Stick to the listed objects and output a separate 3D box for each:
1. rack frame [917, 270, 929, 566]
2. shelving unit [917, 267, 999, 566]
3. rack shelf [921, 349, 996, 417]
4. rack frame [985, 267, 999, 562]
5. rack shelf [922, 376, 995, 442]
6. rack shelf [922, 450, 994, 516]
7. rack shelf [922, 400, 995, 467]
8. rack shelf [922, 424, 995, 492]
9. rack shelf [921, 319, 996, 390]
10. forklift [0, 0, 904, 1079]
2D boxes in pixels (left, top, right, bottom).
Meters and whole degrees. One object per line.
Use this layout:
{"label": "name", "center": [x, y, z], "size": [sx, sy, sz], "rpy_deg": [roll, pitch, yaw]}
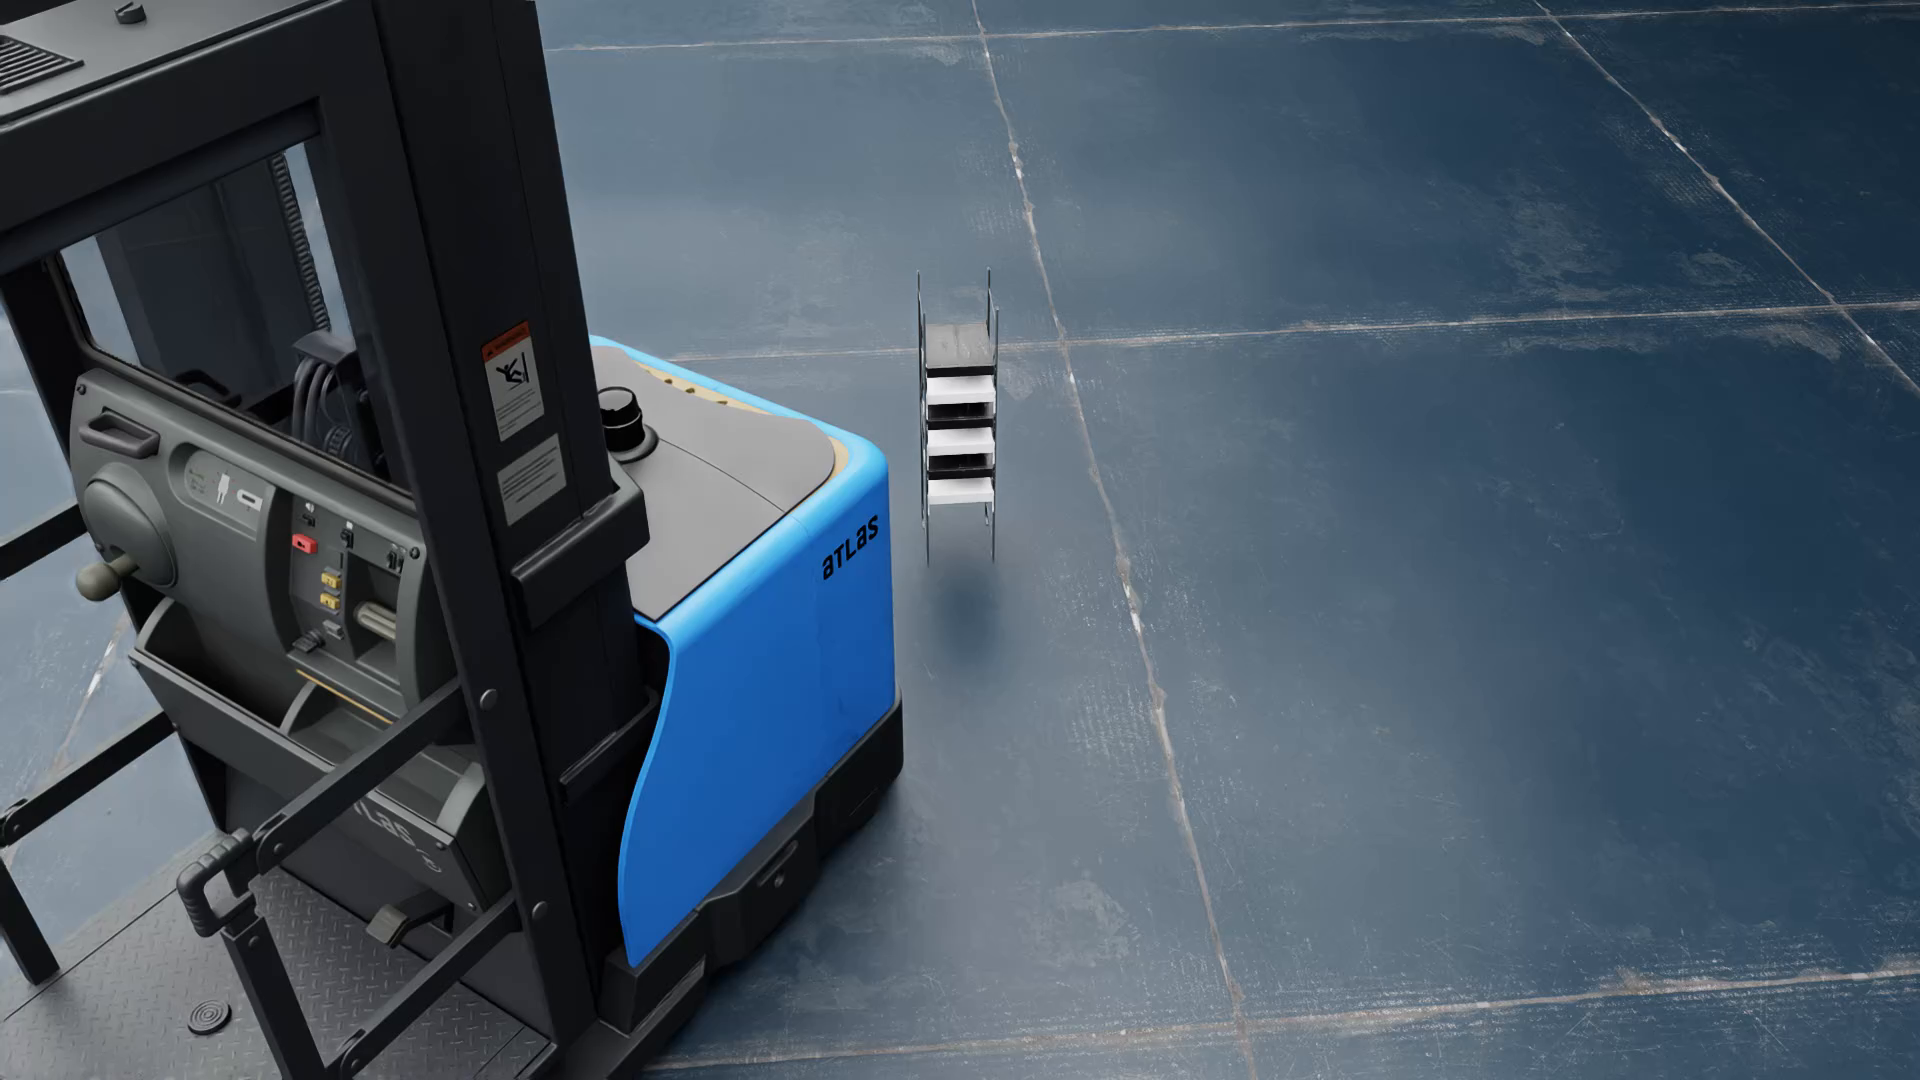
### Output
{"label": "rack frame", "center": [-0.109, -0.347, 4.964], "size": [0.006, 0.900, 0.240], "rpy_deg": [-3, 38, -4]}
{"label": "shelving unit", "center": [-0.008, -0.353, 4.971], "size": [0.210, 0.900, 0.258], "rpy_deg": [-3, 38, -4]}
{"label": "rack shelf", "center": [-0.008, -0.468, 4.880], "size": [0.200, 0.077, 0.258], "rpy_deg": [-3, 38, -4]}
{"label": "rack frame", "center": [0.093, -0.358, 4.978], "size": [0.006, 0.900, 0.240], "rpy_deg": [-3, 38, -4]}
{"label": "rack shelf", "center": [-0.008, -0.397, 4.936], "size": [0.200, 0.077, 0.258], "rpy_deg": [-3, 38, -4]}
{"label": "rack shelf", "center": [-0.008, -0.185, 5.103], "size": [0.200, 0.077, 0.258], "rpy_deg": [-3, 38, -4]}
{"label": "rack shelf", "center": [-0.008, -0.327, 4.991], "size": [0.200, 0.077, 0.258], "rpy_deg": [-3, 38, -4]}
{"label": "rack shelf", "center": [-0.008, -0.256, 5.047], "size": [0.200, 0.077, 0.258], "rpy_deg": [-3, 38, -4]}
{"label": "rack shelf", "center": [-0.008, -0.539, 4.824], "size": [0.200, 0.077, 0.258], "rpy_deg": [-3, 38, -4]}
{"label": "forklift", "center": [-1.377, 0.078, 2.785], "size": [1.130, 2.935, 3.031], "rpy_deg": [22, 43, 25]}
